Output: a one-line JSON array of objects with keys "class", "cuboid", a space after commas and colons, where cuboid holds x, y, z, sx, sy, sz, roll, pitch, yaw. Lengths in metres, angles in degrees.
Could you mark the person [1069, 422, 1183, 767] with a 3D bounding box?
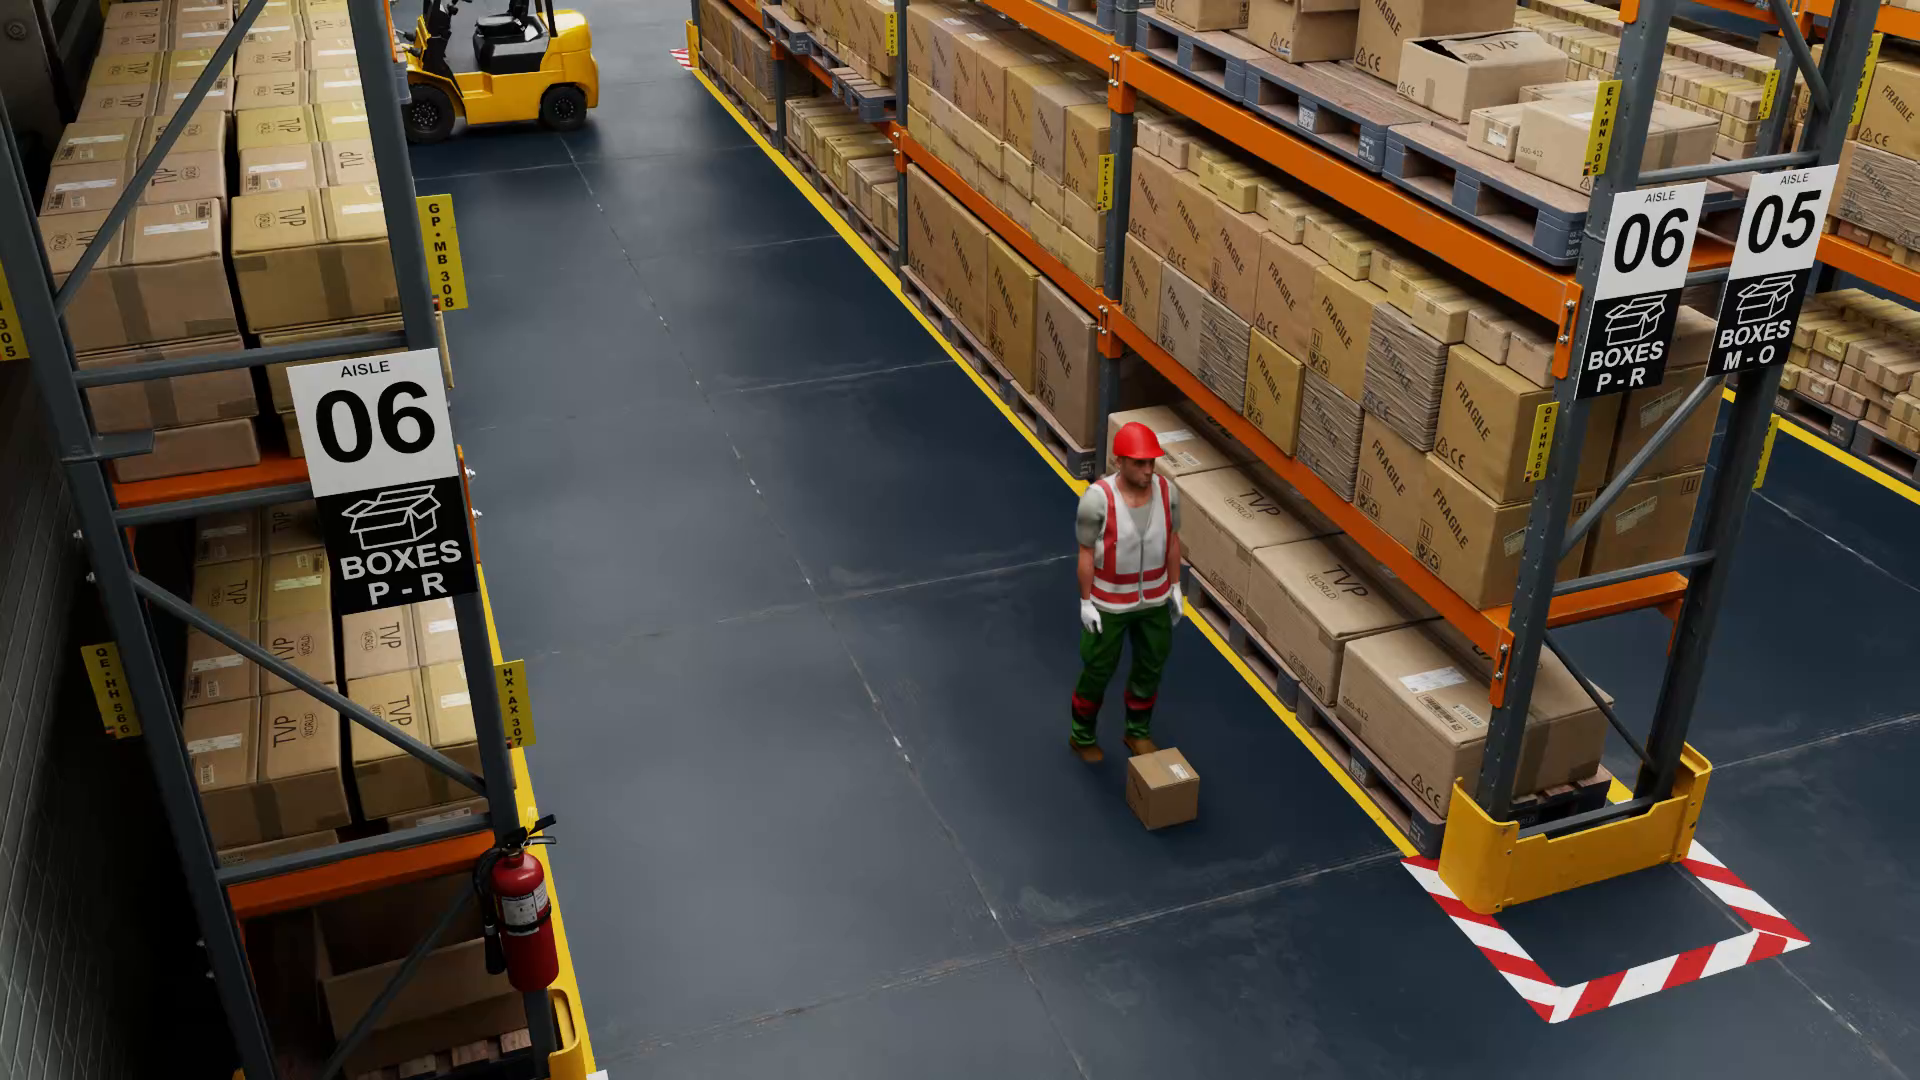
[{"class": "person", "cuboid": [0.804, 0.302, 7.840, 0.527, 1.836, 0.374, -10, 31, -17]}]
